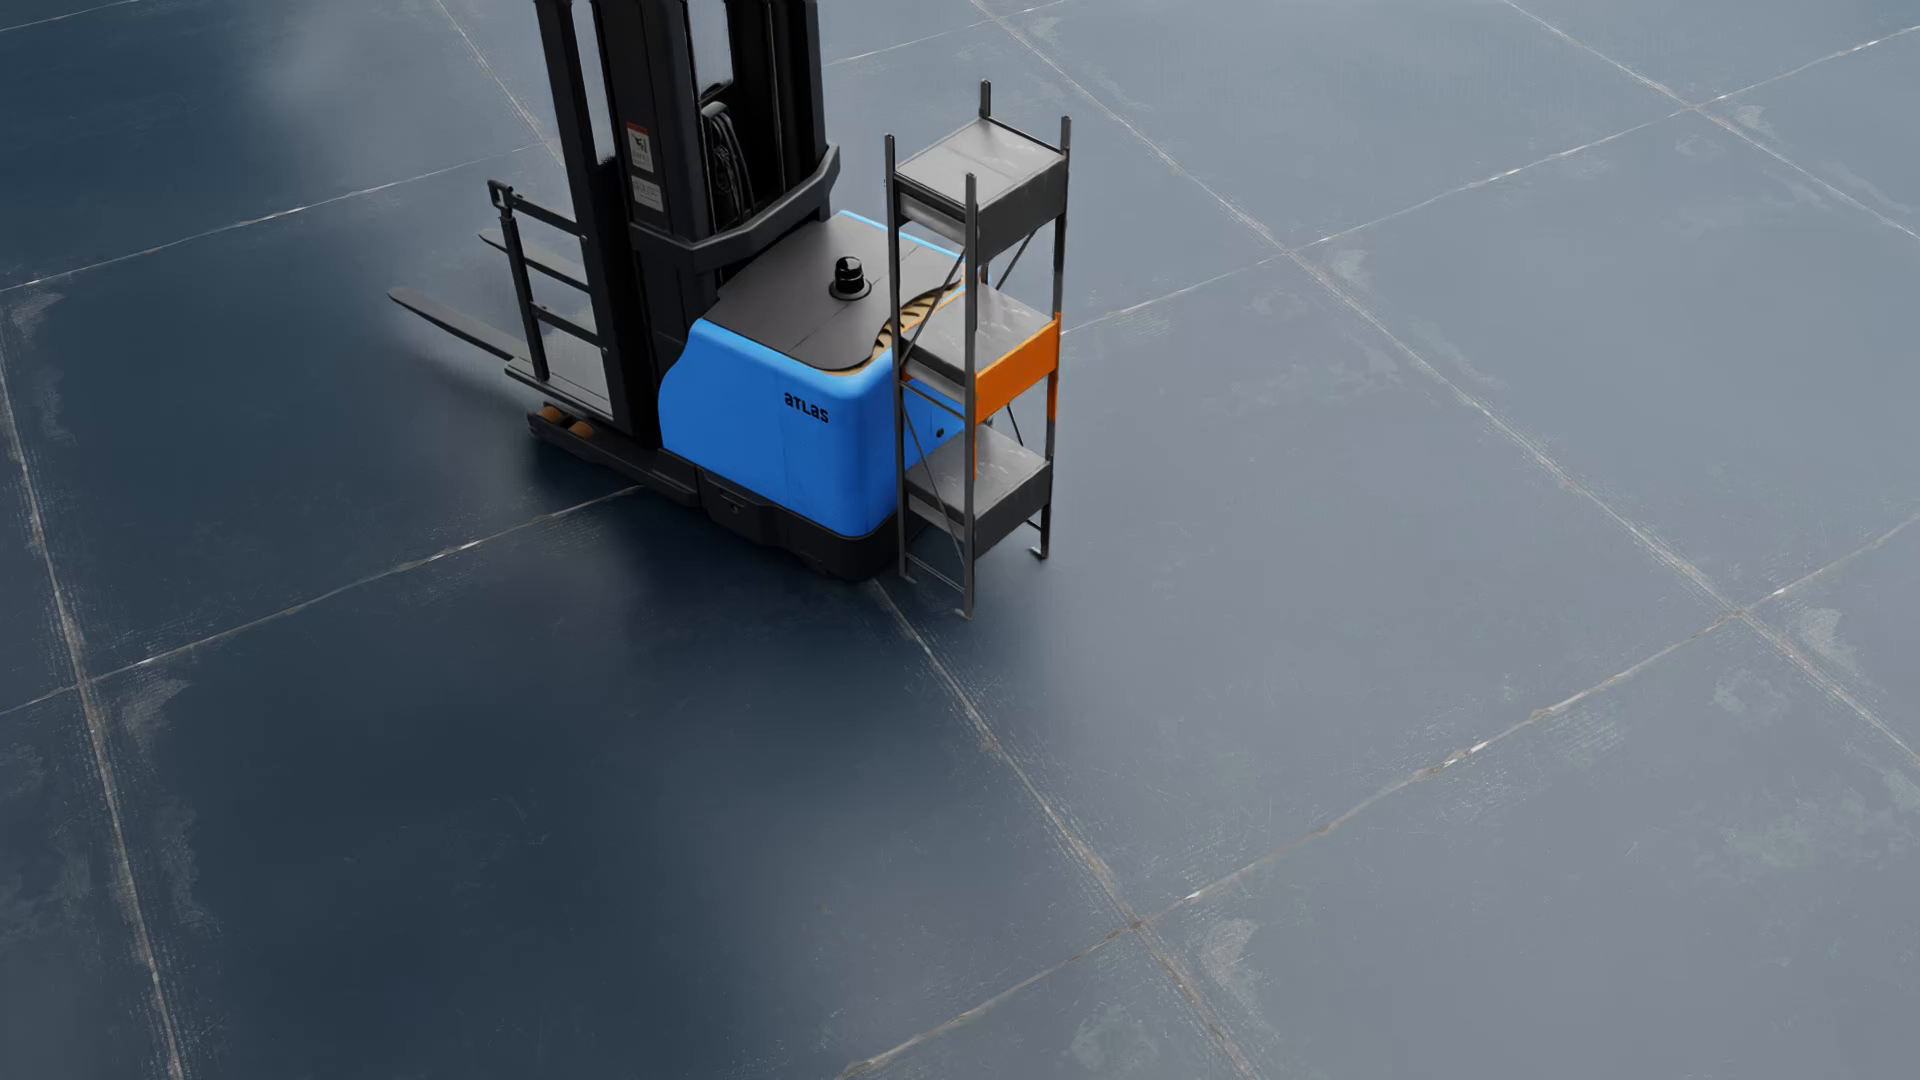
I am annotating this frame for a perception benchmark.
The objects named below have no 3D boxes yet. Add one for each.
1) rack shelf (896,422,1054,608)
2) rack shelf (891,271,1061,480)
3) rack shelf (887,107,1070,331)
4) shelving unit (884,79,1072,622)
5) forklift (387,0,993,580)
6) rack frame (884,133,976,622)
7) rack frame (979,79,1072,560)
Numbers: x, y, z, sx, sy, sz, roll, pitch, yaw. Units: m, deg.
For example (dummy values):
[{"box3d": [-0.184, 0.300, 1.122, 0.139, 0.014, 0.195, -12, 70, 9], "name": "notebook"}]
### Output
[{"box3d": [0.062, -0.128, 6.828, 0.431, 0.518, 0.480, 32, 53, 29], "name": "rack shelf"}, {"box3d": [0.063, -0.630, 6.341, 0.431, 0.518, 0.480, 32, 53, 29], "name": "rack shelf"}, {"box3d": [0.063, -1.133, 5.853, 0.431, 0.518, 0.480, 32, 53, 29], "name": "rack shelf"}, {"box3d": [0.063, -0.640, 6.331, 0.431, 2.100, 0.503, 32, 53, 29], "name": "shelving unit"}, {"box3d": [-1.360, -1.699, 6.825, 3.031, 2.935, 1.130, 25, 50, 24], "name": "forklift"}, {"box3d": [-0.100, -0.514, 6.201, 0.400, 2.100, 0.015, 32, 53, 29], "name": "rack frame"}, {"box3d": [0.226, -0.766, 6.461, 0.400, 2.100, 0.015, 32, 53, 29], "name": "rack frame"}]
